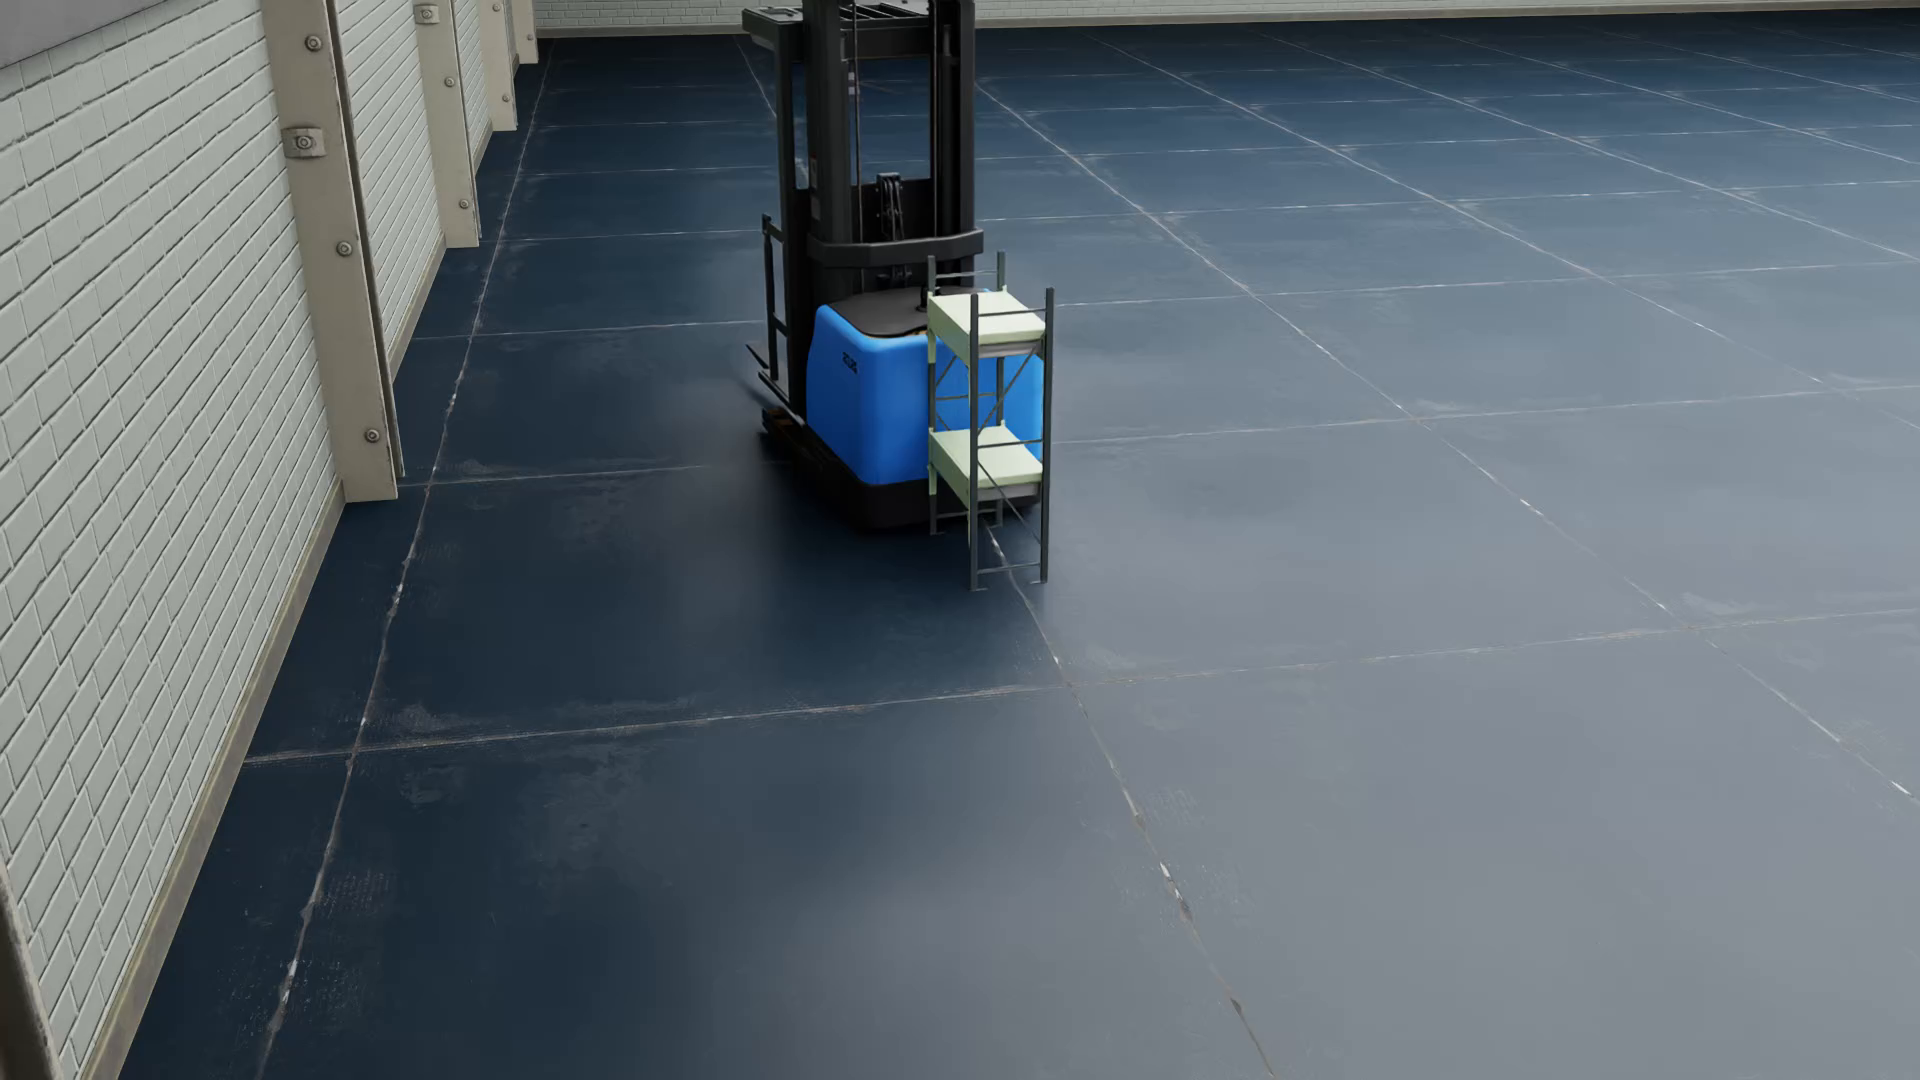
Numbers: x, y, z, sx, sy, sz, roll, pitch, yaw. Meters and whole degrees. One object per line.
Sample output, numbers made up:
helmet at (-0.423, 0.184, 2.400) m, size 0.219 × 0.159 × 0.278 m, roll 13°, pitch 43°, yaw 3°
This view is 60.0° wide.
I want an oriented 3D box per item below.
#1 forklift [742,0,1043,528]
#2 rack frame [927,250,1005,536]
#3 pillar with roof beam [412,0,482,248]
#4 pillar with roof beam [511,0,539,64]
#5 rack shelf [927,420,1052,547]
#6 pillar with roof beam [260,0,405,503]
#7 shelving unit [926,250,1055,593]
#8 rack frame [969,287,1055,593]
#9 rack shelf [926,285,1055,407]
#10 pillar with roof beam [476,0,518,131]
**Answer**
forklift at (-0.568, -1.966, 9.589) m, size 1.130 × 2.935 × 3.031 m, roll -9°, pitch 25°, yaw -20°
rack frame at (0.032, -0.735, 8.559) m, size 0.400 × 1.500 × 0.023 m, roll -7°, pitch 25°, yaw -15°
pillar with roof beam at (-0.208, -7.097, 13.757) m, size 9.100 × 9.000 × 0.400 m, roll -4°, pitch 24°, yaw -10°
pillar with roof beam at (-2.427, -11.817, 24.564) m, size 9.100 × 9.000 × 0.400 m, roll -4°, pitch 24°, yaw -10°
rack shelf at (0.136, -0.296, 8.368) m, size 0.431 × 0.370 × 0.720 m, roll -7°, pitch 25°, yaw -15°
pillar with roof beam at (0.901, -4.737, 8.353) m, size 9.100 × 9.000 × 0.400 m, roll -4°, pitch 24°, yaw -10°
shelving unit at (0.136, -0.594, 8.237) m, size 0.431 × 1.500 × 0.755 m, roll -7°, pitch 25°, yaw -15°
rack frame at (0.241, -0.454, 7.916) m, size 0.400 × 1.500 × 0.023 m, roll -7°, pitch 25°, yaw -15°
rack shelf at (0.136, -0.952, 8.081) m, size 0.431 × 0.370 × 0.720 m, roll -7°, pitch 25°, yaw -15°
pillar with roof beam at (-1.318, -9.457, 19.160) m, size 9.100 × 9.000 × 0.400 m, roll -4°, pitch 24°, yaw -10°
